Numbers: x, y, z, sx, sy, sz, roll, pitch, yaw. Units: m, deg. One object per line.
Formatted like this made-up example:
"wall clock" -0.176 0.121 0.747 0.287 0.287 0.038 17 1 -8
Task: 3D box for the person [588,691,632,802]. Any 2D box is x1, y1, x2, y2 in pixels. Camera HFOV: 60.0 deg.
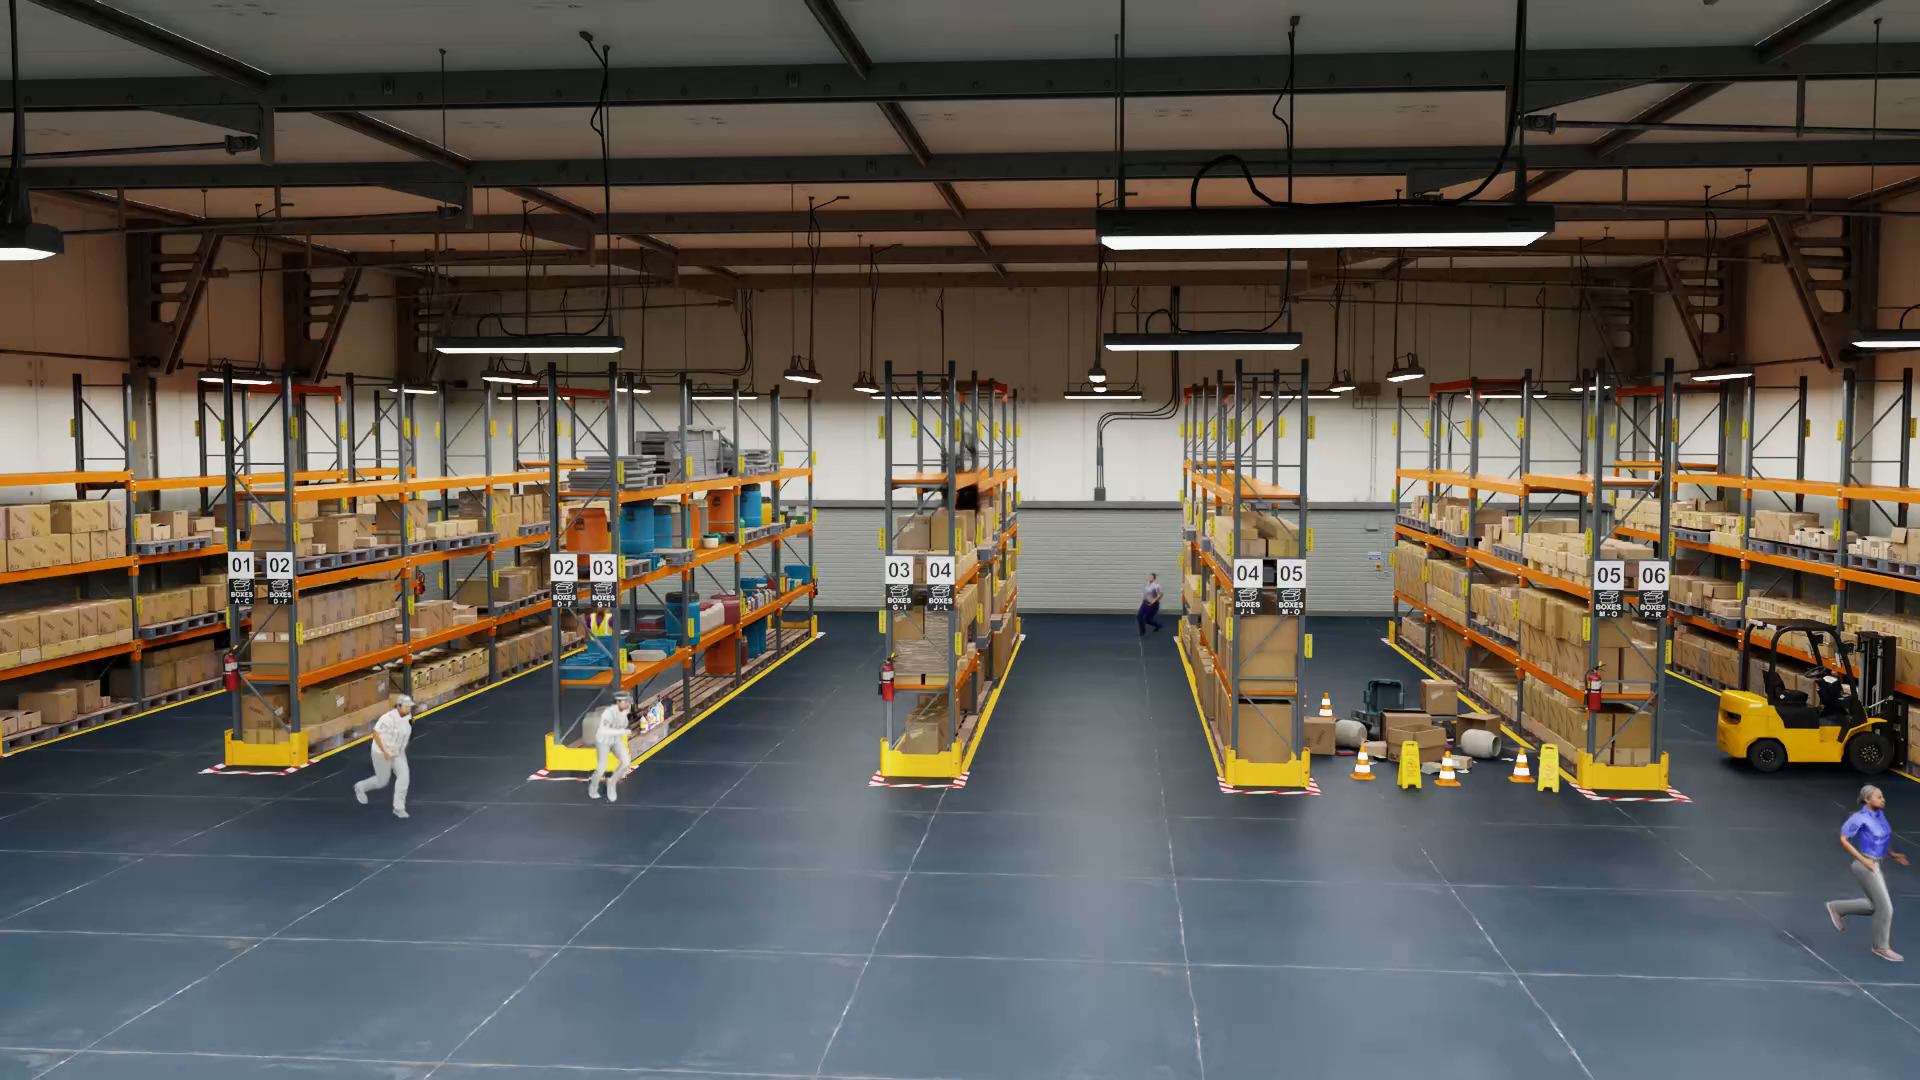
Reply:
"person" -4.676 2.761 22.403 0.918 1.537 0.640 3 5 39

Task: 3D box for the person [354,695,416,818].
"person" -7.484 2.808 21.672 0.970 1.625 0.570 1 4 19

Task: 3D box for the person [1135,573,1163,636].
"person" 4.709 1.582 40.454 0.657 1.594 0.709 -2 4 -27

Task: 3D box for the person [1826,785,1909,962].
"person" 8.671 3.155 15.938 0.577 1.643 0.760 -3 5 -37

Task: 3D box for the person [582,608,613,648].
"person" -7.005 2.019 32.347 0.686 1.709 0.620 0 4 -1
